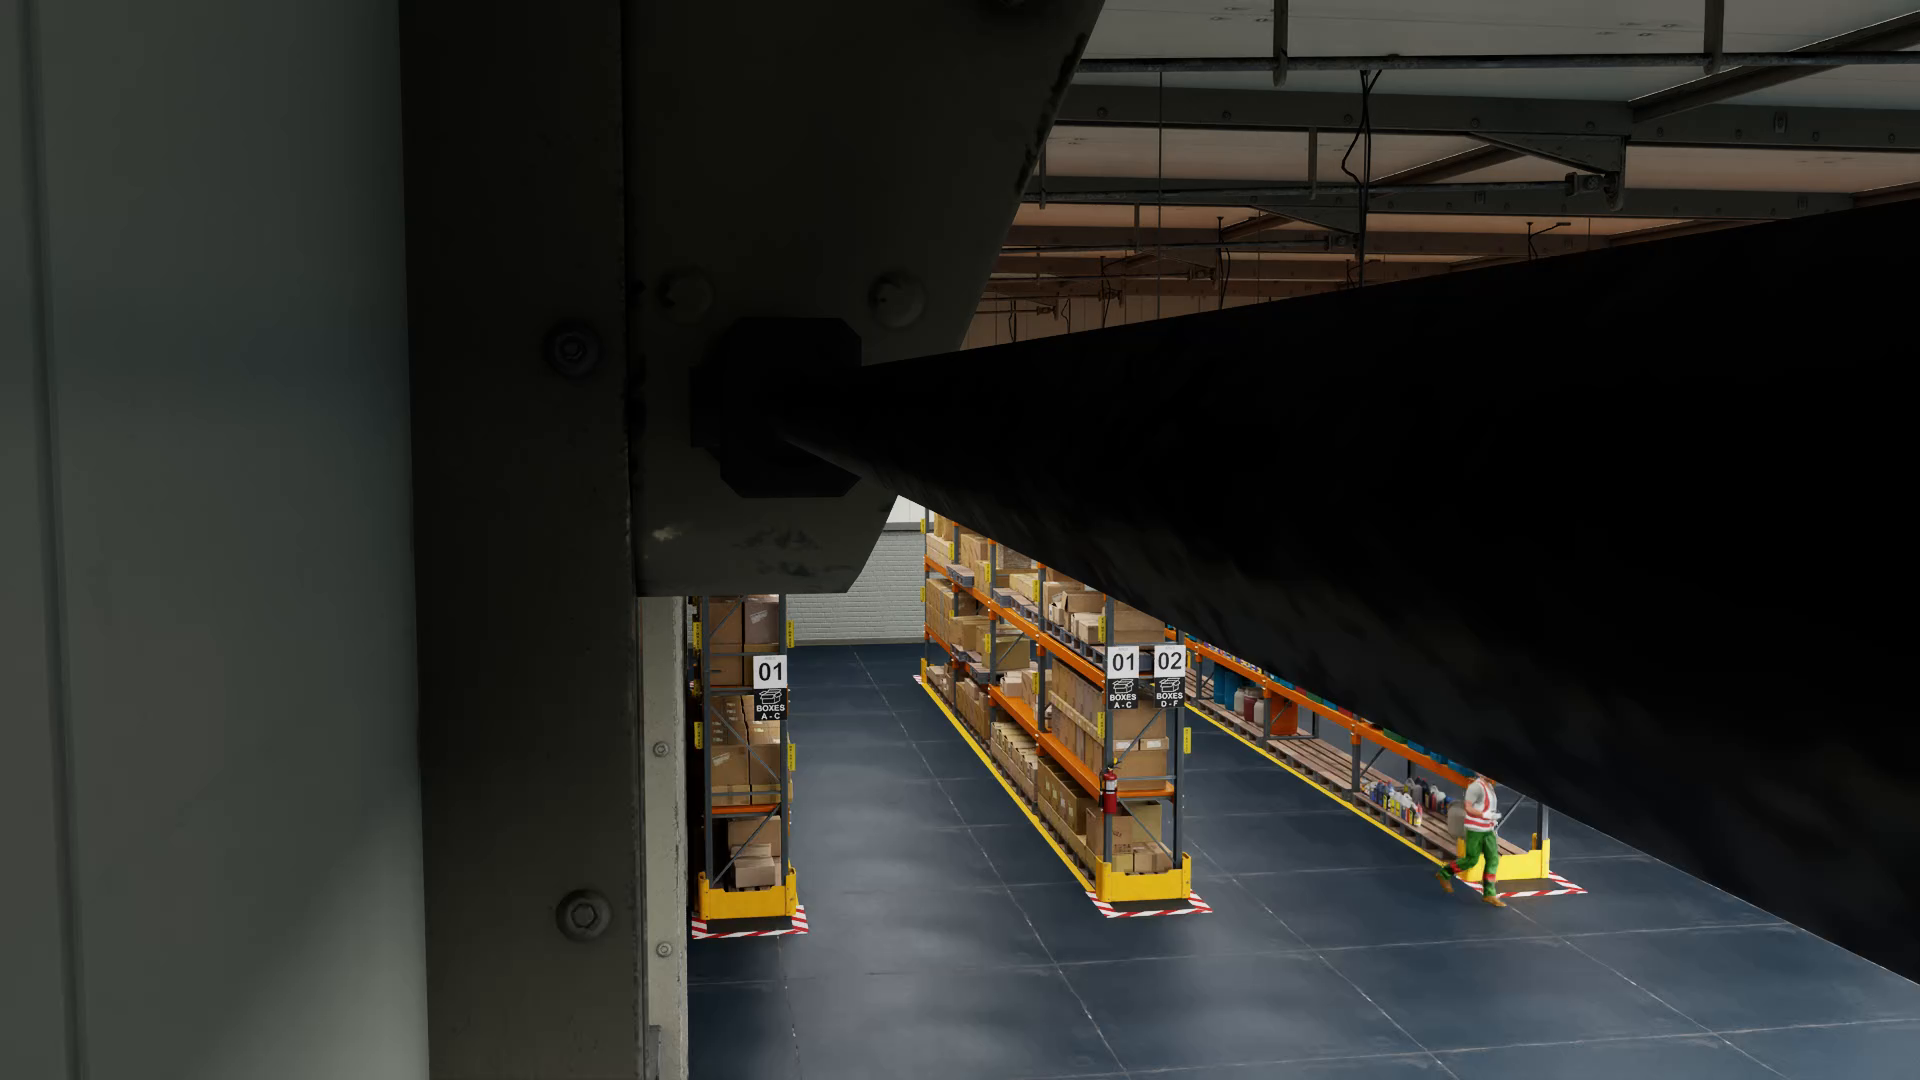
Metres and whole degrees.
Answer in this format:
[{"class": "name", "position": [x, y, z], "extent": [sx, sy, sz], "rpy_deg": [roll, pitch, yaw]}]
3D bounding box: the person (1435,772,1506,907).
[{"class": "person", "position": [6.453, 3.618, 20.766], "extent": [0.896, 1.789, 0.666], "rpy_deg": [5, 7, 43]}]
